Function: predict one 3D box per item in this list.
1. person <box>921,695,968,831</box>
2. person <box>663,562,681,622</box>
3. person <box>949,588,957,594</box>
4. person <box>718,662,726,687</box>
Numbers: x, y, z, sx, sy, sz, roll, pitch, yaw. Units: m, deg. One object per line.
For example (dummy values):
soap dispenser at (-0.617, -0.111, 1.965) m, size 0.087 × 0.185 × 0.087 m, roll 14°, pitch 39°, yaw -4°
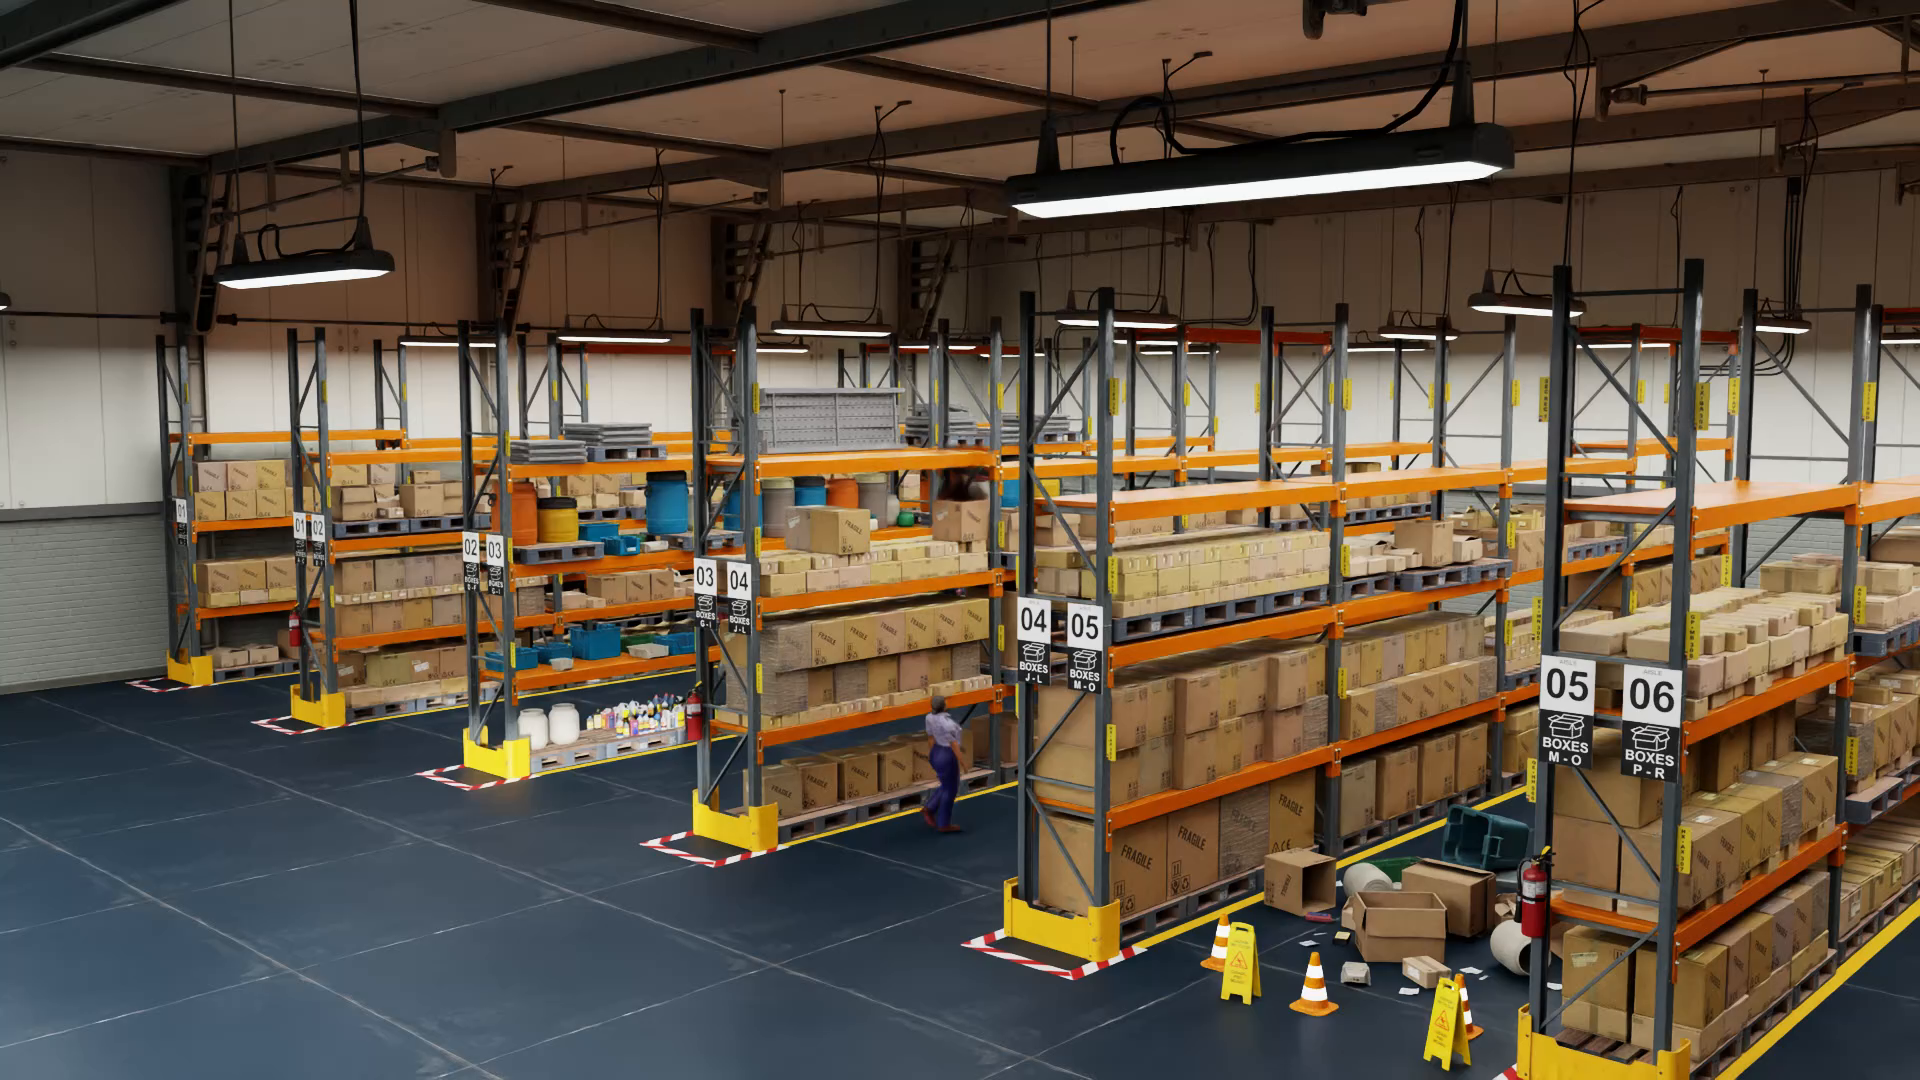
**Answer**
person at (-0.171, 2.568, 19.126) m, size 0.487 × 1.586 × 0.491 m, roll -2°, pitch 6°, yaw -19°
person at (-5.849, 1.183, 33.667) m, size 0.393 × 1.720 × 0.504 m, roll 5°, pitch 8°, yaw 45°
person at (-0.185, 1.300, 33.688) m, size 0.928 × 1.408 × 0.412 m, roll -5°, pitch 7°, yaw -41°
person at (-3.638, 1.830, 27.049) m, size 0.567 × 1.650 × 0.589 m, roll 1°, pitch 5°, yaw 9°
